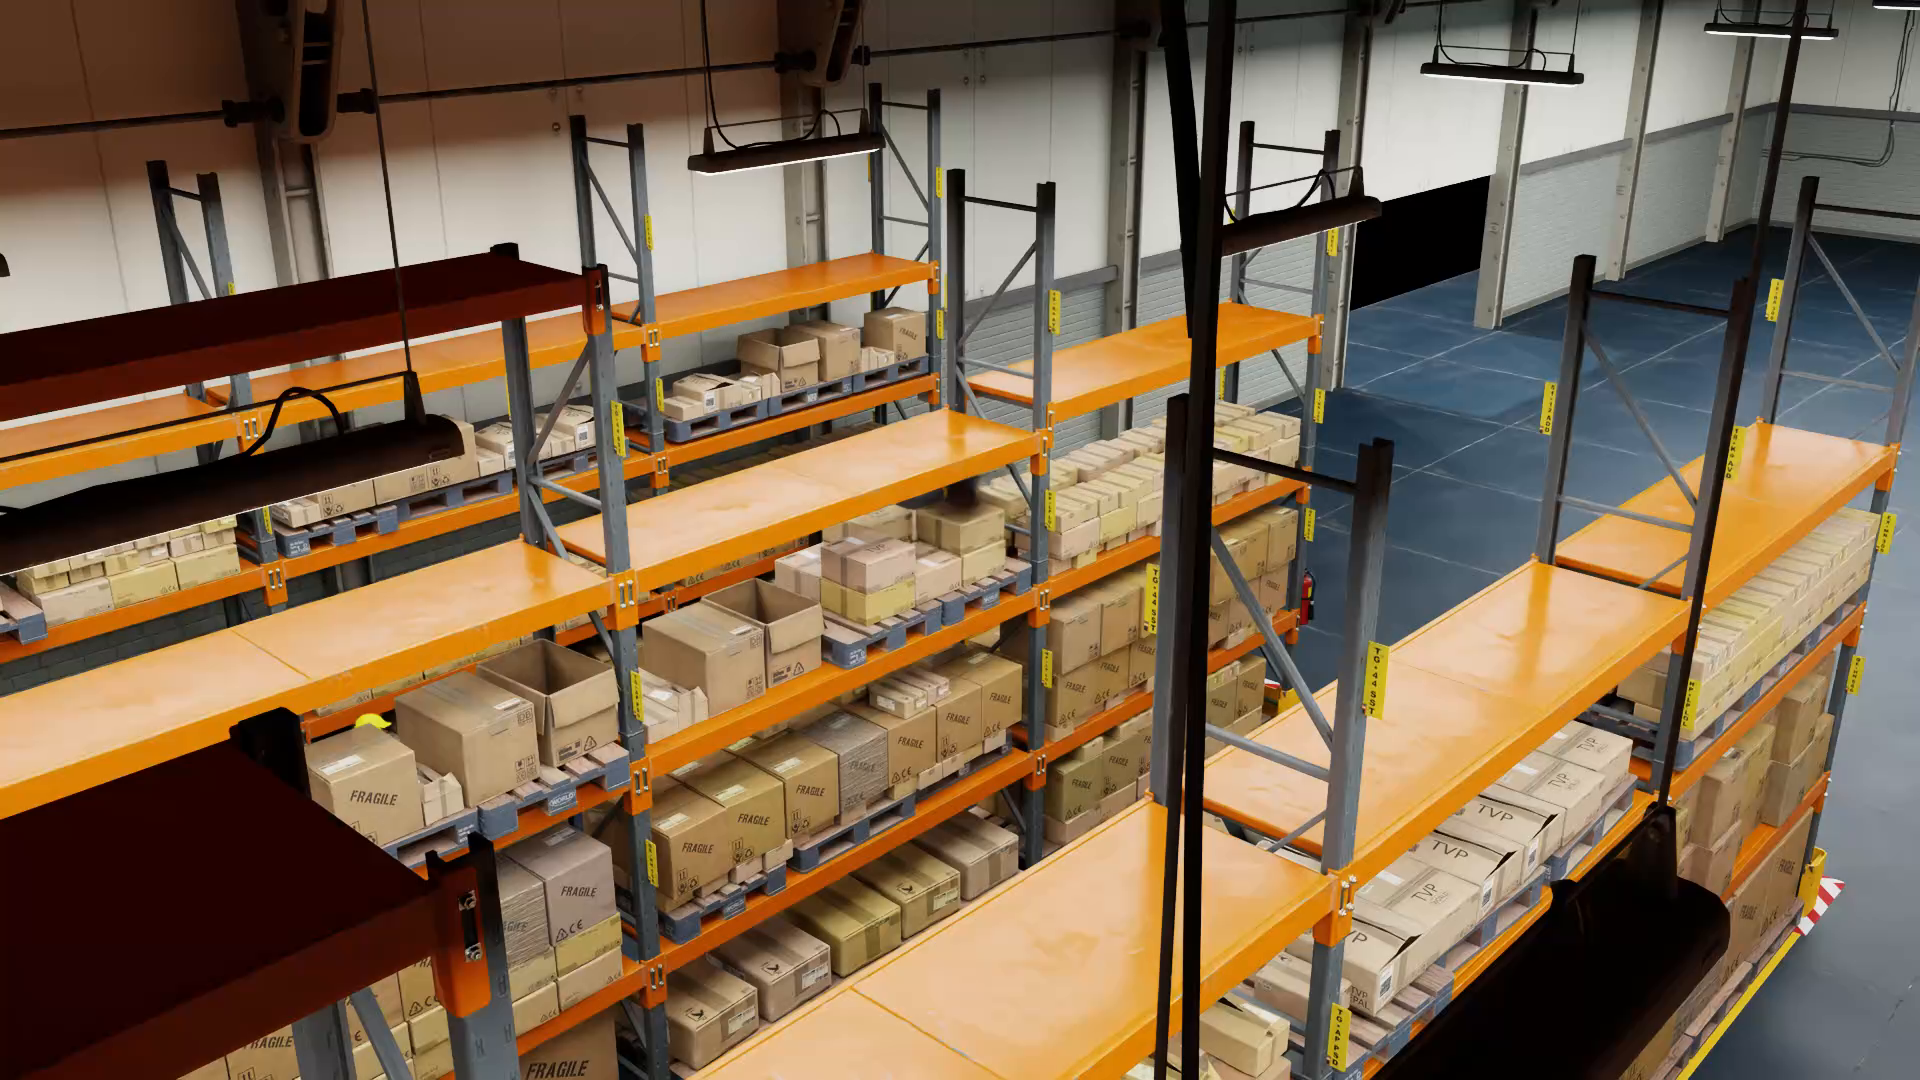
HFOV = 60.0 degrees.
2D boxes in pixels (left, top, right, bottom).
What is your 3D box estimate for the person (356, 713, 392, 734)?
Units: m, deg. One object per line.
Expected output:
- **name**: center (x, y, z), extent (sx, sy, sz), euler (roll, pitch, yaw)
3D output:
- **person**: center (-4.703, 2.256, 13.795), extent (0.623, 1.759, 0.633), euler (-19, 28, -40)
